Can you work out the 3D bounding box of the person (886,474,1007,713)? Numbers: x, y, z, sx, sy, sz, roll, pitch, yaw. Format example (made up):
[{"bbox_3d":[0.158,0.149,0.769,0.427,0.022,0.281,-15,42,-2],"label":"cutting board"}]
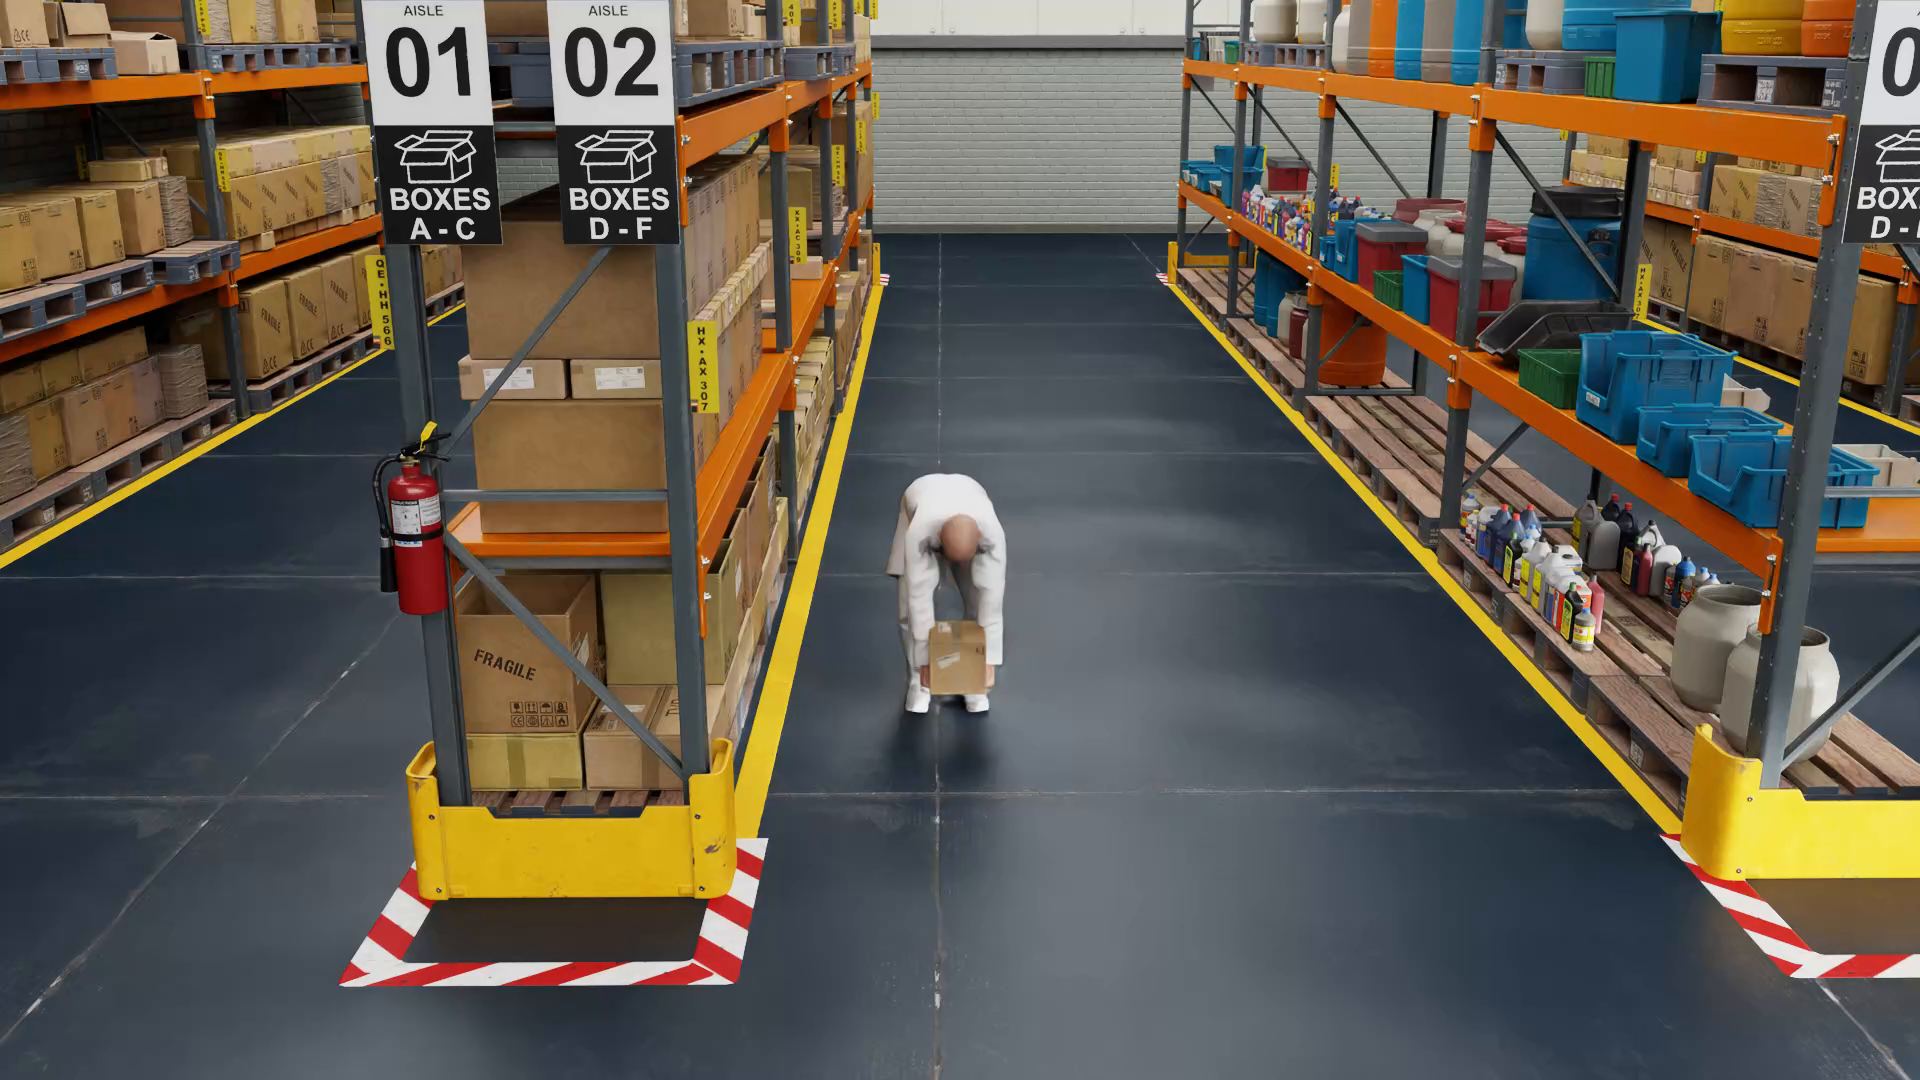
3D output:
[{"bbox_3d":[-0.057,0.301,7.678,0.568,1.139,0.948,-1,17,-3],"label":"person"}]
